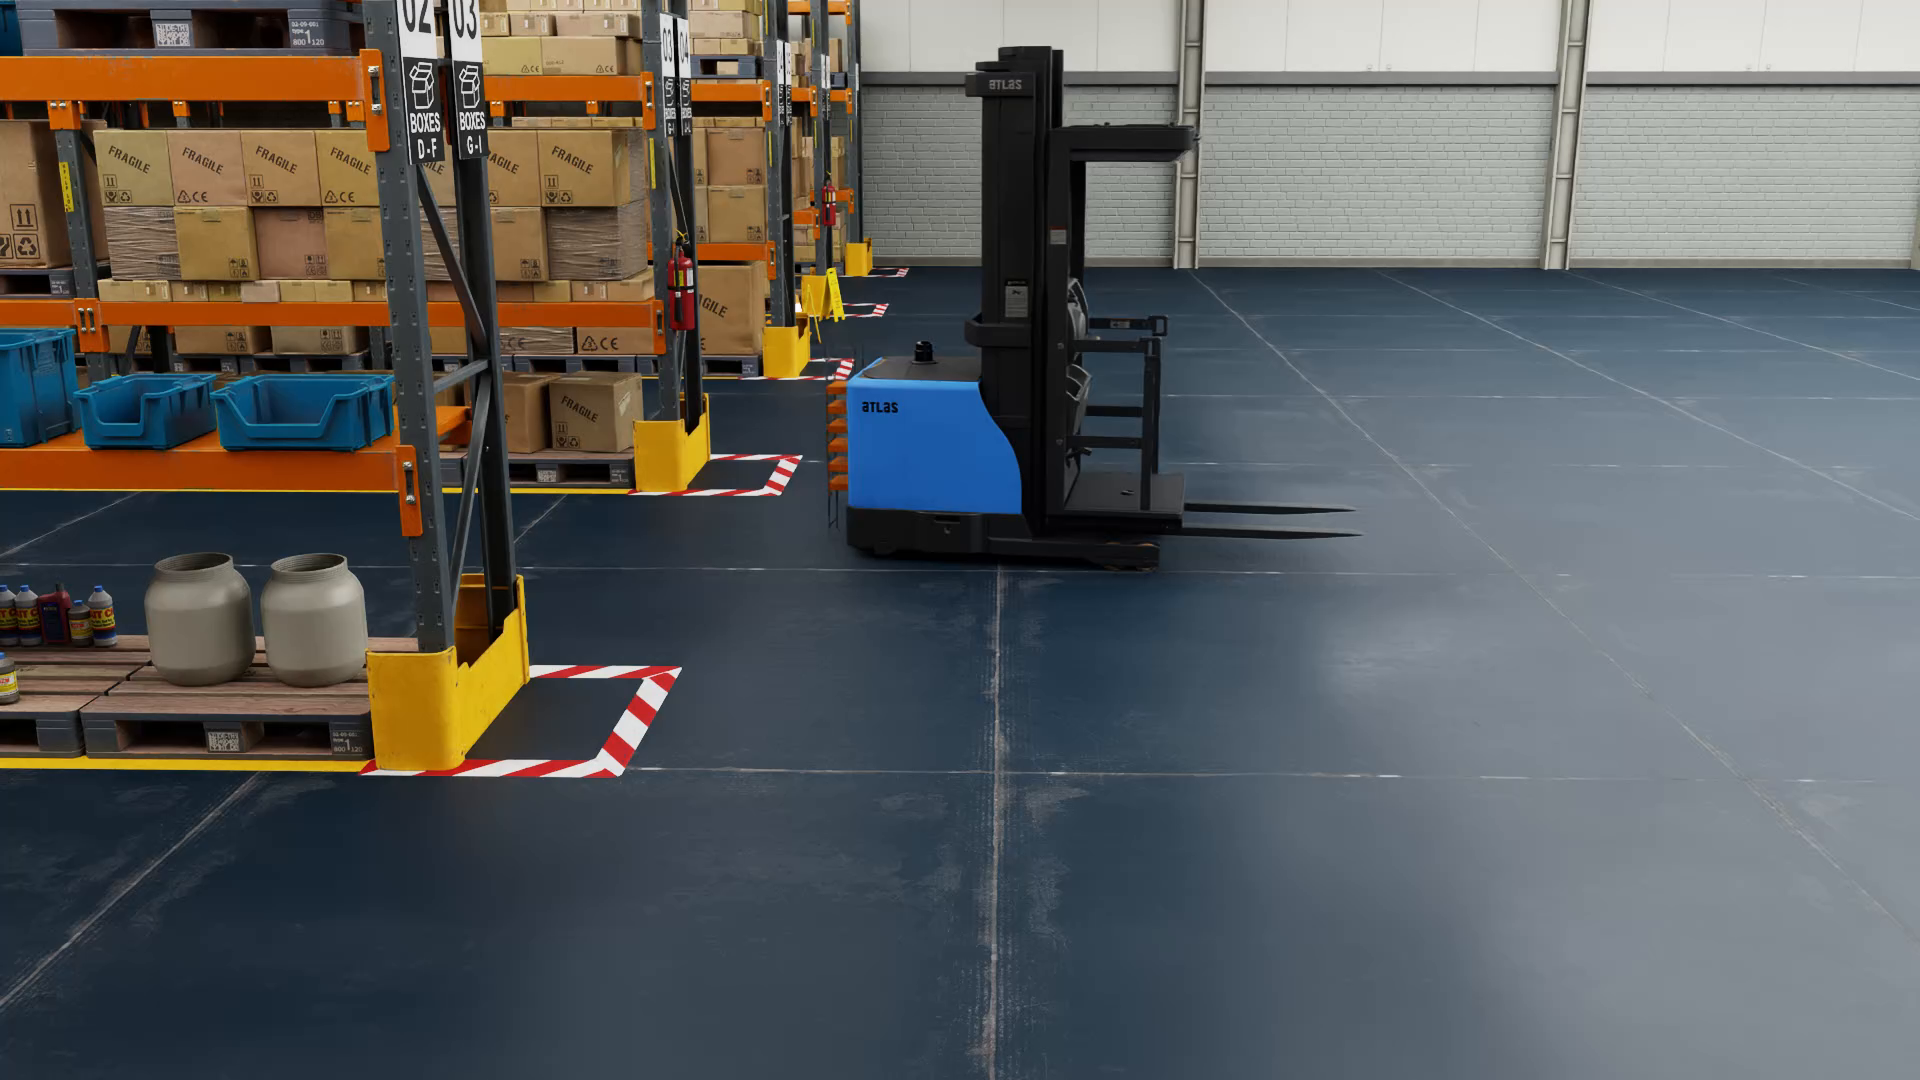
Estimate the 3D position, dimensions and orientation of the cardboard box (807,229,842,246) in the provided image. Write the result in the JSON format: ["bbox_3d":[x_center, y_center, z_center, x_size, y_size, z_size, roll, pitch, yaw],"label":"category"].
[{"bbox_3d":[-2.129,-4.765,26.109,0.500,0.250,0.500,0,15,1],"label":"cardboard box"}]

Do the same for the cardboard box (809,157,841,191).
[{"bbox_3d":[-2.133,-5.711,25.911,0.500,0.500,0.500,0,15,0],"label":"cardboard box"}]

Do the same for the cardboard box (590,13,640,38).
[{"bbox_3d":[-2.296,-3.426,11.079,0.250,0.149,0.380,0,15,1],"label":"cardboard box"}]

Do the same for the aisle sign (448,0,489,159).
[{"bbox_3d":[-2.057,-2.002,6.951,0.004,0.787,0.394,0,15,1],"label":"aisle sign"}]

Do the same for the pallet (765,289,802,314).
[{"bbox_3d":[-2.644,-3.127,21.779,1.213,0.211,1.003,0,15,1],"label":"pallet"}]

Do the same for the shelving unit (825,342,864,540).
[{"bbox_3d":[-0.706,-0.610,10.299,0.189,1.200,0.258,2,15,9],"label":"shelving unit"}]

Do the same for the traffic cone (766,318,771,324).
[{"bbox_3d":[-2.220,-2.908,20.455,0.334,0.463,0.336,0,15,1],"label":"traffic cone"}]

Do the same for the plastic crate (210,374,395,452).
[{"bbox_3d":[-2.645,-0.525,6.743,0.616,0.251,0.499,0,15,1],"label":"plastic crate"}]

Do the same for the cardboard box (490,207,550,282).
[{"bbox_3d":[-3.062,-2.109,11.674,0.500,0.500,0.875,0,15,1],"label":"cardboard box"}]

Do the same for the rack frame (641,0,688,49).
[{"bbox_3d":[-2.010,-4.834,11.023,0.127,3.000,1.000,0,15,1],"label":"rack frame"}]

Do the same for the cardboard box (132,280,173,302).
[{"bbox_3d":[-5.552,-1.755,11.604,0.250,0.149,0.380,0,15,1],"label":"cardboard box"}]

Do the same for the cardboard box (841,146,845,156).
[{"bbox_3d":[-1.967,-6.157,26.329,0.250,0.149,0.380,0,15,0],"label":"cardboard box"}]

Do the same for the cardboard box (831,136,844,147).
[{"bbox_3d":[-1.964,-6.289,26.247,0.250,0.149,0.380,0,15,0],"label":"cardboard box"}]

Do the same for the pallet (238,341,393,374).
[{"bbox_3d":[-6.555,-1.861,16.981,1.213,0.211,1.003,0,15,1],"label":"pallet"}]

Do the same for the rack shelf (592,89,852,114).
[{"bbox_3d":[-3.633,-6.842,25.924,4.000,0.370,1.077,0,15,1],"label":"rack shelf"}]

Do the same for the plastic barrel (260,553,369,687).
[{"bbox_3d":[-2.797,0.345,7.207,0.421,0.512,0.421,0,15,0],"label":"plastic barrel"}]

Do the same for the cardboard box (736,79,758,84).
[{"bbox_3d":[-2.635,-5.724,20.769,0.250,0.149,0.380,1,15,3],"label":"cardboard box"}]

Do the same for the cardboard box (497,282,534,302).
[{"bbox_3d":[-3.051,-1.757,11.612,0.250,0.149,0.380,0,15,1],"label":"cardboard box"}]

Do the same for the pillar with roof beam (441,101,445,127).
[{"bbox_3d":[-8.415,-7.803,22.275,0.400,9.000,9.100,0,15,1],"label":"pillar with roof beam"}]

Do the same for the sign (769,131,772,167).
[{"bbox_3d":[-1.810,-3.734,15.878,0.005,0.325,0.100,0,15,1],"label":"sign"}]

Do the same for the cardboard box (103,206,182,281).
[{"bbox_3d":[-5.561,-2.133,11.766,0.500,0.500,0.875,0,15,1],"label":"cardboard box"}]

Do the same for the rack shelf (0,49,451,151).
[{"bbox_3d":[-4.136,-1.786,6.759,4.000,0.370,1.077,0,15,1],"label":"rack shelf"}]

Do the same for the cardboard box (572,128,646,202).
[{"bbox_3d":[-2.553,-2.682,11.887,0.500,0.500,0.500,0,15,1],"label":"cardboard box"}]

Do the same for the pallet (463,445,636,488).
[{"bbox_3d":[-2.897,-0.600,12.200,1.213,0.211,1.003,0,15,1],"label":"pallet"}]

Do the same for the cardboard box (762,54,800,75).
[{"bbox_3d":[-2.276,-5.917,20.718,0.500,0.250,0.500,0,15,1],"label":"cardboard box"}]

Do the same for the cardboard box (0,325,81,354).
[{"bbox_3d":[-9.174,-2.338,16.909,0.750,0.750,1.050,0,15,1],"label":"cardboard box"}]

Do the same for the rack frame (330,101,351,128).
[{"bbox_3d":[-9.632,-5.779,26.363,0.127,3.000,1.000,0,15,1],"label":"rack frame"}]

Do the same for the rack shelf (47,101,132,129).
[{"bbox_3d":[-8.008,-3.075,11.646,4.000,0.370,1.077,0,15,1],"label":"rack shelf"}]

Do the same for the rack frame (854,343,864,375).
[{"bbox_3d":[-0.615,-0.606,10.286,0.006,1.200,0.240,2,15,9],"label":"rack frame"}]

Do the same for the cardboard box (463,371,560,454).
[{"bbox_3d":[-3.233,-0.931,12.067,0.500,0.500,0.500,4,15,16],"label":"cardboard box"}]

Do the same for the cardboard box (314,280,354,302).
[{"bbox_3d":[-4.302,-1.754,11.599,0.250,0.149,0.380,0,15,1],"label":"cardboard box"}]

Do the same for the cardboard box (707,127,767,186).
[{"bbox_3d":[-2.153,-3.805,16.470,0.550,0.550,0.875,0,15,1],"label":"cardboard box"}]

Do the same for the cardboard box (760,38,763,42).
[{"bbox_3d":[-3.104,-7.450,25.601,0.500,0.500,0.700,0,15,2],"label":"cardboard box"}]

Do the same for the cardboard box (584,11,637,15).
[{"bbox_3d":[-3.281,-4.910,15.881,0.500,0.250,0.500,0,15,1],"label":"cardboard box"}]

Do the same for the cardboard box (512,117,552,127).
[{"bbox_3d":[-5.322,-5.104,21.067,0.500,0.500,0.700,0,15,1],"label":"cardboard box"}]

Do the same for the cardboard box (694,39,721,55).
[{"bbox_3d":[-2.376,-4.696,15.851,0.250,0.149,0.380,0,15,2],"label":"cardboard box"}]

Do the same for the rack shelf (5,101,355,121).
[{"bbox_3d":[-7.781,-4.339,16.438,4.000,0.370,1.077,0,15,1],"label":"rack shelf"}]

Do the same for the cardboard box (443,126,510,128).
[{"bbox_3d":[-4.861,-3.833,16.579,0.550,0.550,0.875,0,15,1],"label":"cardboard box"}]

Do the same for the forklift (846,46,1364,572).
[{"bbox_3d":[0.884,-1.378,9.817,3.031,2.935,1.130,2,15,9],"label":"forklift"}]

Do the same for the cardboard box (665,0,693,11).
[{"bbox_3d":[-2.634,-5.083,15.756,0.250,0.149,0.380,1,15,2],"label":"cardboard box"}]

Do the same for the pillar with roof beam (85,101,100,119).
[{"bbox_3d":[-14.413,-7.842,22.424,0.400,9.000,9.100,0,15,1],"label":"pillar with roof beam"}]

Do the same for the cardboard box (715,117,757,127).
[{"bbox_3d":[-2.779,-5.089,21.011,0.500,0.500,0.700,1,15,2],"label":"cardboard box"}]

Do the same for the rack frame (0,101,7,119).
[{"bbox_3d":[-9.780,-3.250,16.778,0.127,3.000,1.000,0,15,1],"label":"rack frame"}]

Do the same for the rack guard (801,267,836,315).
[{"bbox_3d":[-1.833,-3.253,21.688,0.348,0.500,1.175,0,15,1],"label":"rack guard"}]

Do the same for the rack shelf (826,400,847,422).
[{"bbox_3d":[-0.706,-0.799,10.250,0.180,0.103,0.258,2,15,9],"label":"rack shelf"}]

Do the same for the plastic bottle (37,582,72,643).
[{"bbox_3d":[-4.167,0.333,7.661,0.133,0.283,0.061,1,15,2],"label":"plastic bottle"}]

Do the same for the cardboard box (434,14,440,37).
[{"bbox_3d":[-3.596,-3.437,11.118,0.250,0.149,0.380,0,15,-1],"label":"cardboard box"}]

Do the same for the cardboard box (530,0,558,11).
[{"bbox_3d":[-3.905,-5.091,15.785,0.250,0.149,0.380,0,15,1],"label":"cardboard box"}]

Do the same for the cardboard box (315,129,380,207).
[{"bbox_3d":[-4.066,-2.561,11.427,0.500,0.500,0.500,0,15,1],"label":"cardboard box"}]
